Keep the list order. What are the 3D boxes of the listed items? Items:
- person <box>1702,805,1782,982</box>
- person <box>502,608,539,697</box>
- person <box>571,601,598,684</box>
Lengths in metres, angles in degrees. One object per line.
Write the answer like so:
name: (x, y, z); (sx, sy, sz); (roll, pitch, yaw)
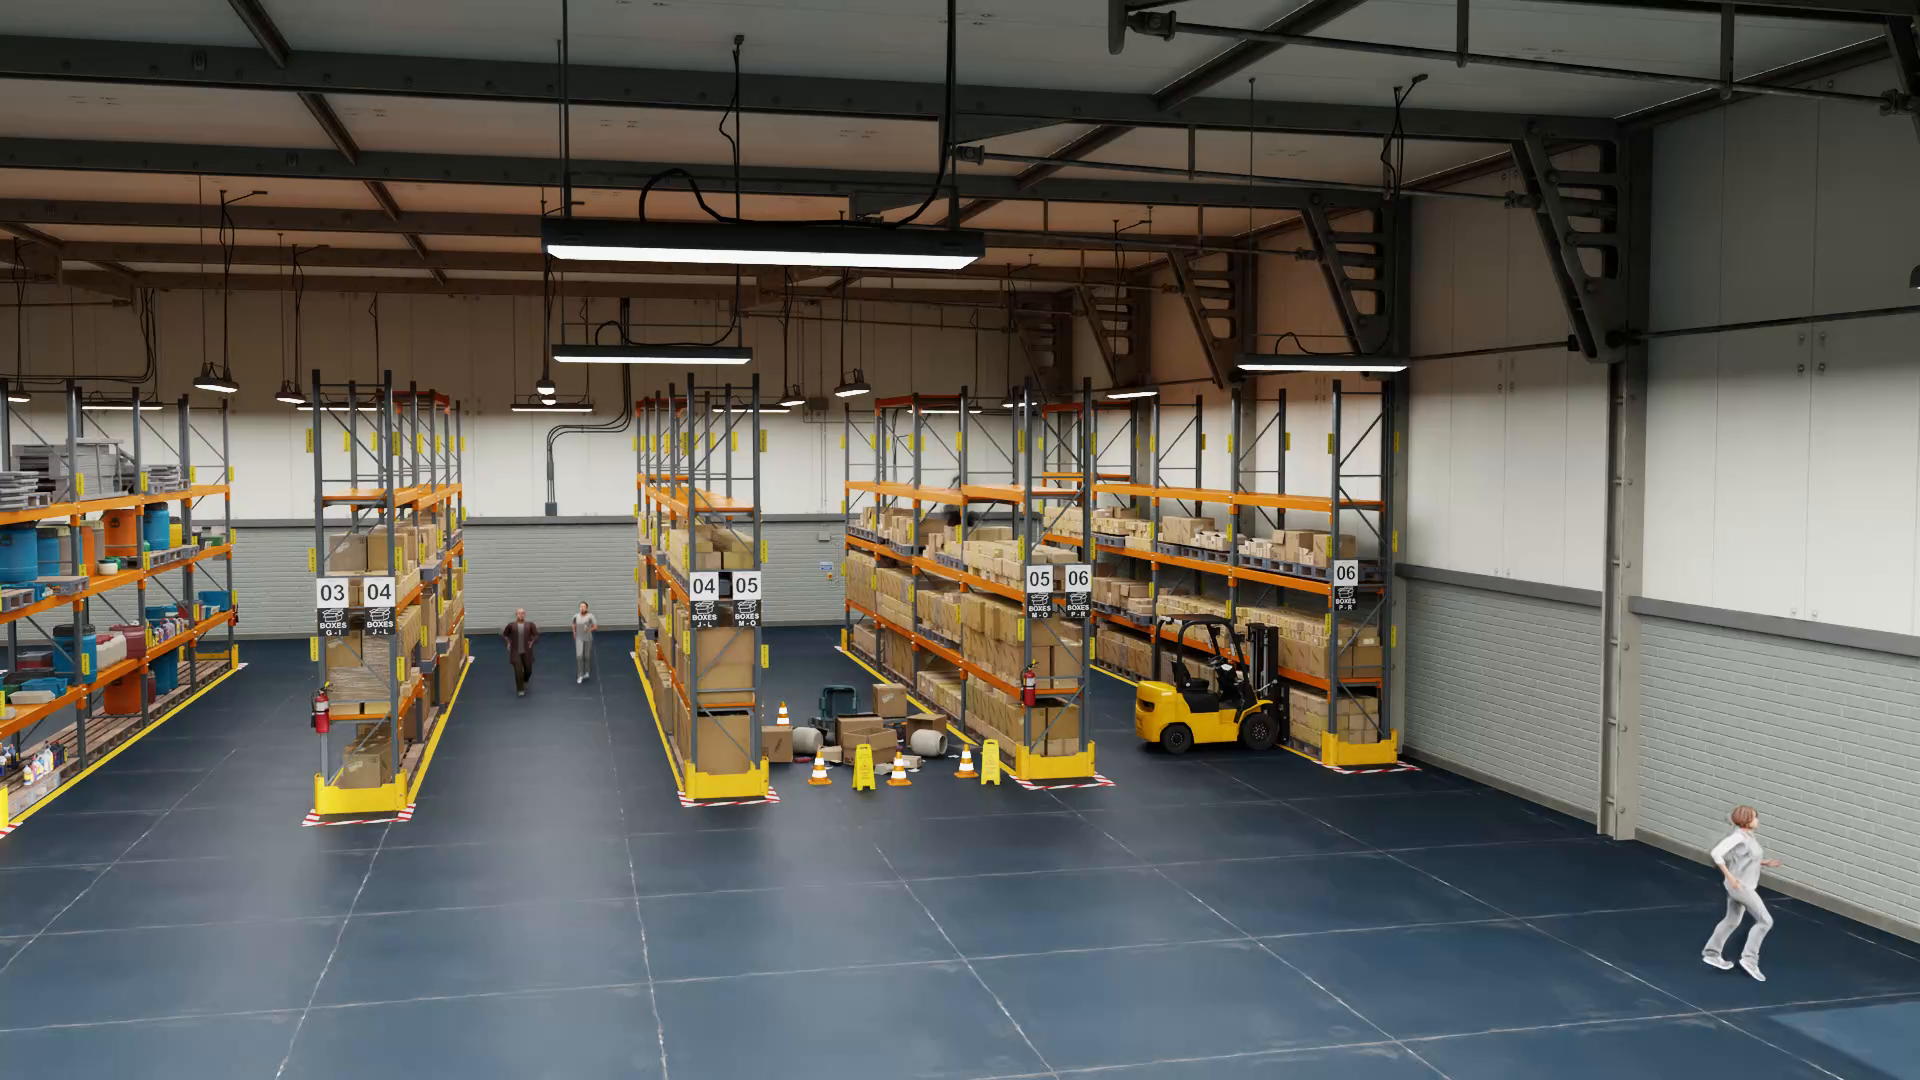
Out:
person: (7.341, 3.296, 15.610); (0.663, 1.622, 0.516); (2, 4, 27)
person: (-8.748, 2.224, 33.103); (0.712, 1.730, 0.754); (-1, 3, -18)
person: (-7.926, 2.144, 35.114); (0.554, 1.716, 0.777); (-1, 3, -9)
